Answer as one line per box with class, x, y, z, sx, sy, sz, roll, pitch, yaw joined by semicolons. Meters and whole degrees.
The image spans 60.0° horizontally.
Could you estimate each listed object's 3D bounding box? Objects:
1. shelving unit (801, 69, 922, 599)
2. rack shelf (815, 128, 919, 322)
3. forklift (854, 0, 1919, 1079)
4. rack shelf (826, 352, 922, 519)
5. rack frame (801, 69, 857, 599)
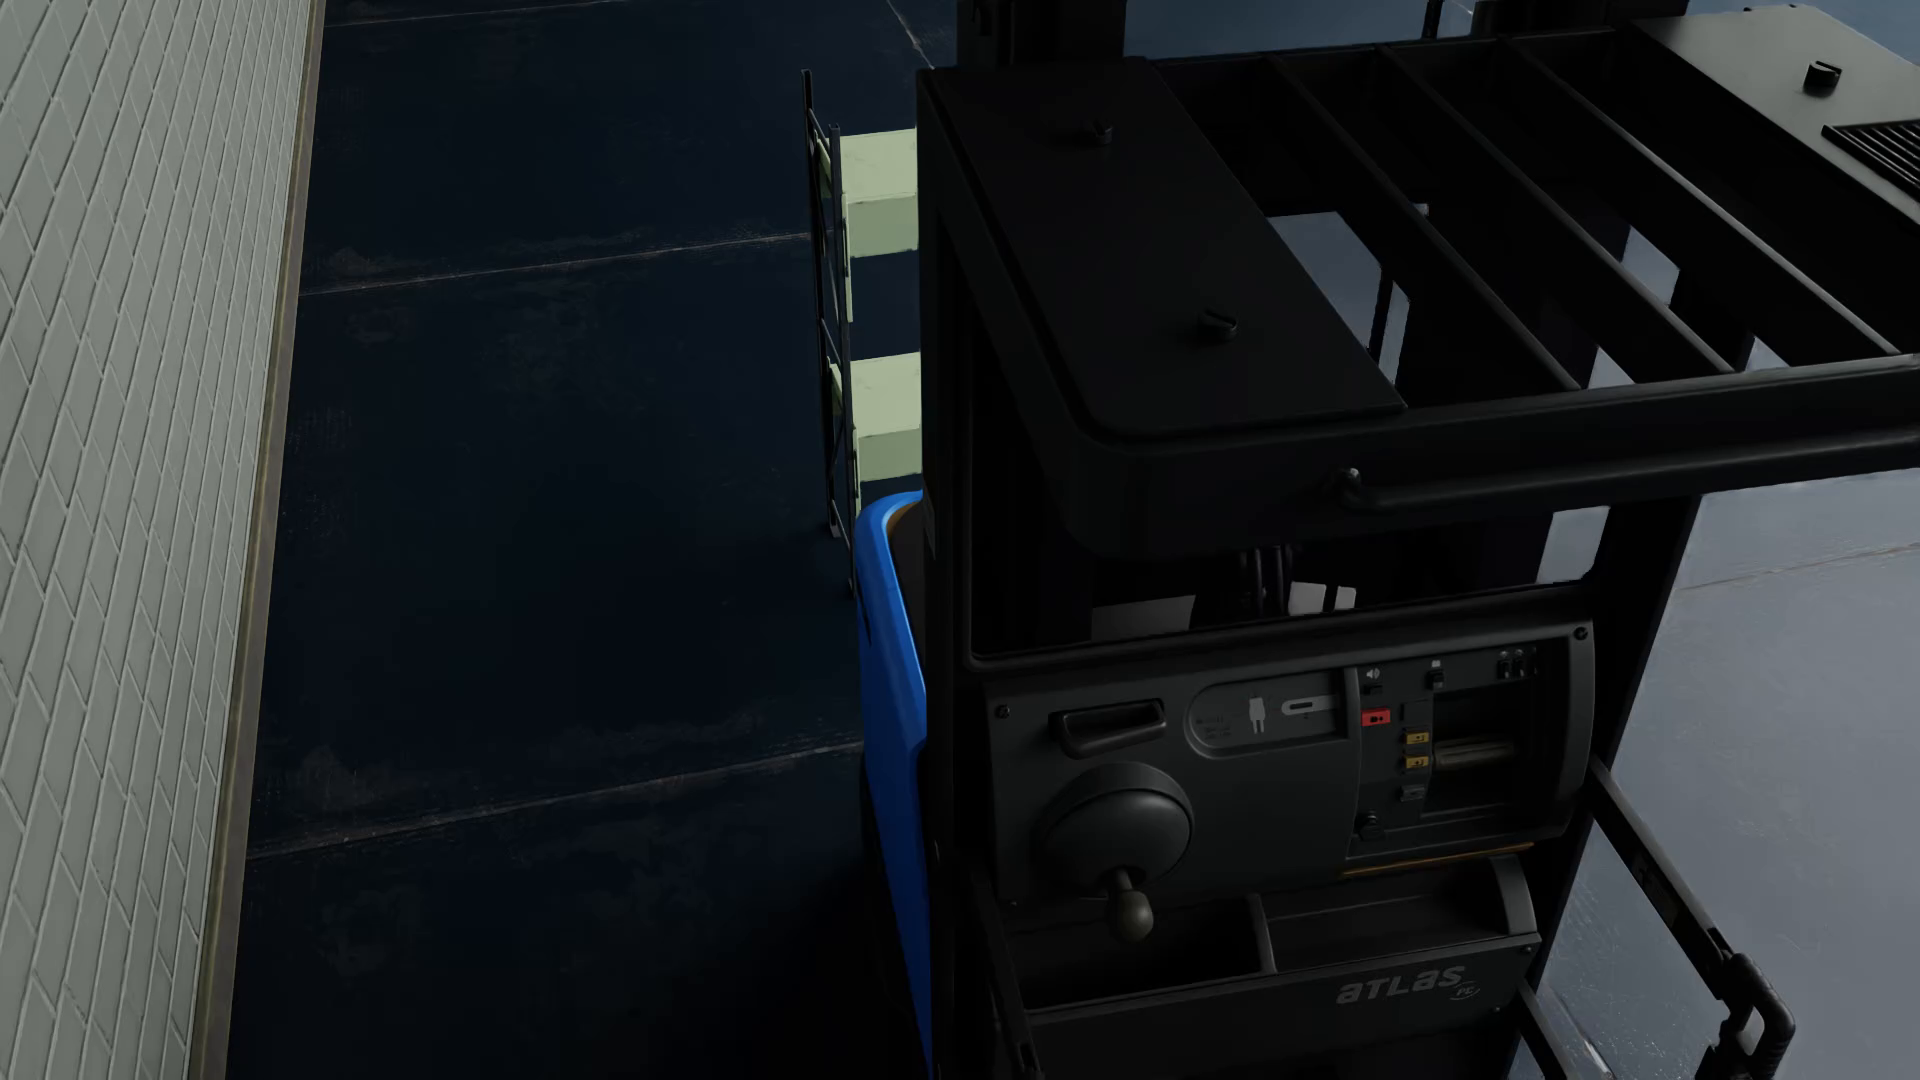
shelving unit;-0.006;-0.595;4.793;0.755;1.500;0.431;-9;38;-12
rack shelf;-0.006;-0.905;4.556;0.720;0.370;0.431;-9;38;-12
forklift;0.541;0.416;2.294;1.130;2.935;3.031;-7;38;-9
rack shelf;-0.006;-0.336;4.991;0.720;0.370;0.431;-9;38;-12
rack frame;-0.360;-0.537;4.717;0.023;1.500;0.400;-9;38;-12
